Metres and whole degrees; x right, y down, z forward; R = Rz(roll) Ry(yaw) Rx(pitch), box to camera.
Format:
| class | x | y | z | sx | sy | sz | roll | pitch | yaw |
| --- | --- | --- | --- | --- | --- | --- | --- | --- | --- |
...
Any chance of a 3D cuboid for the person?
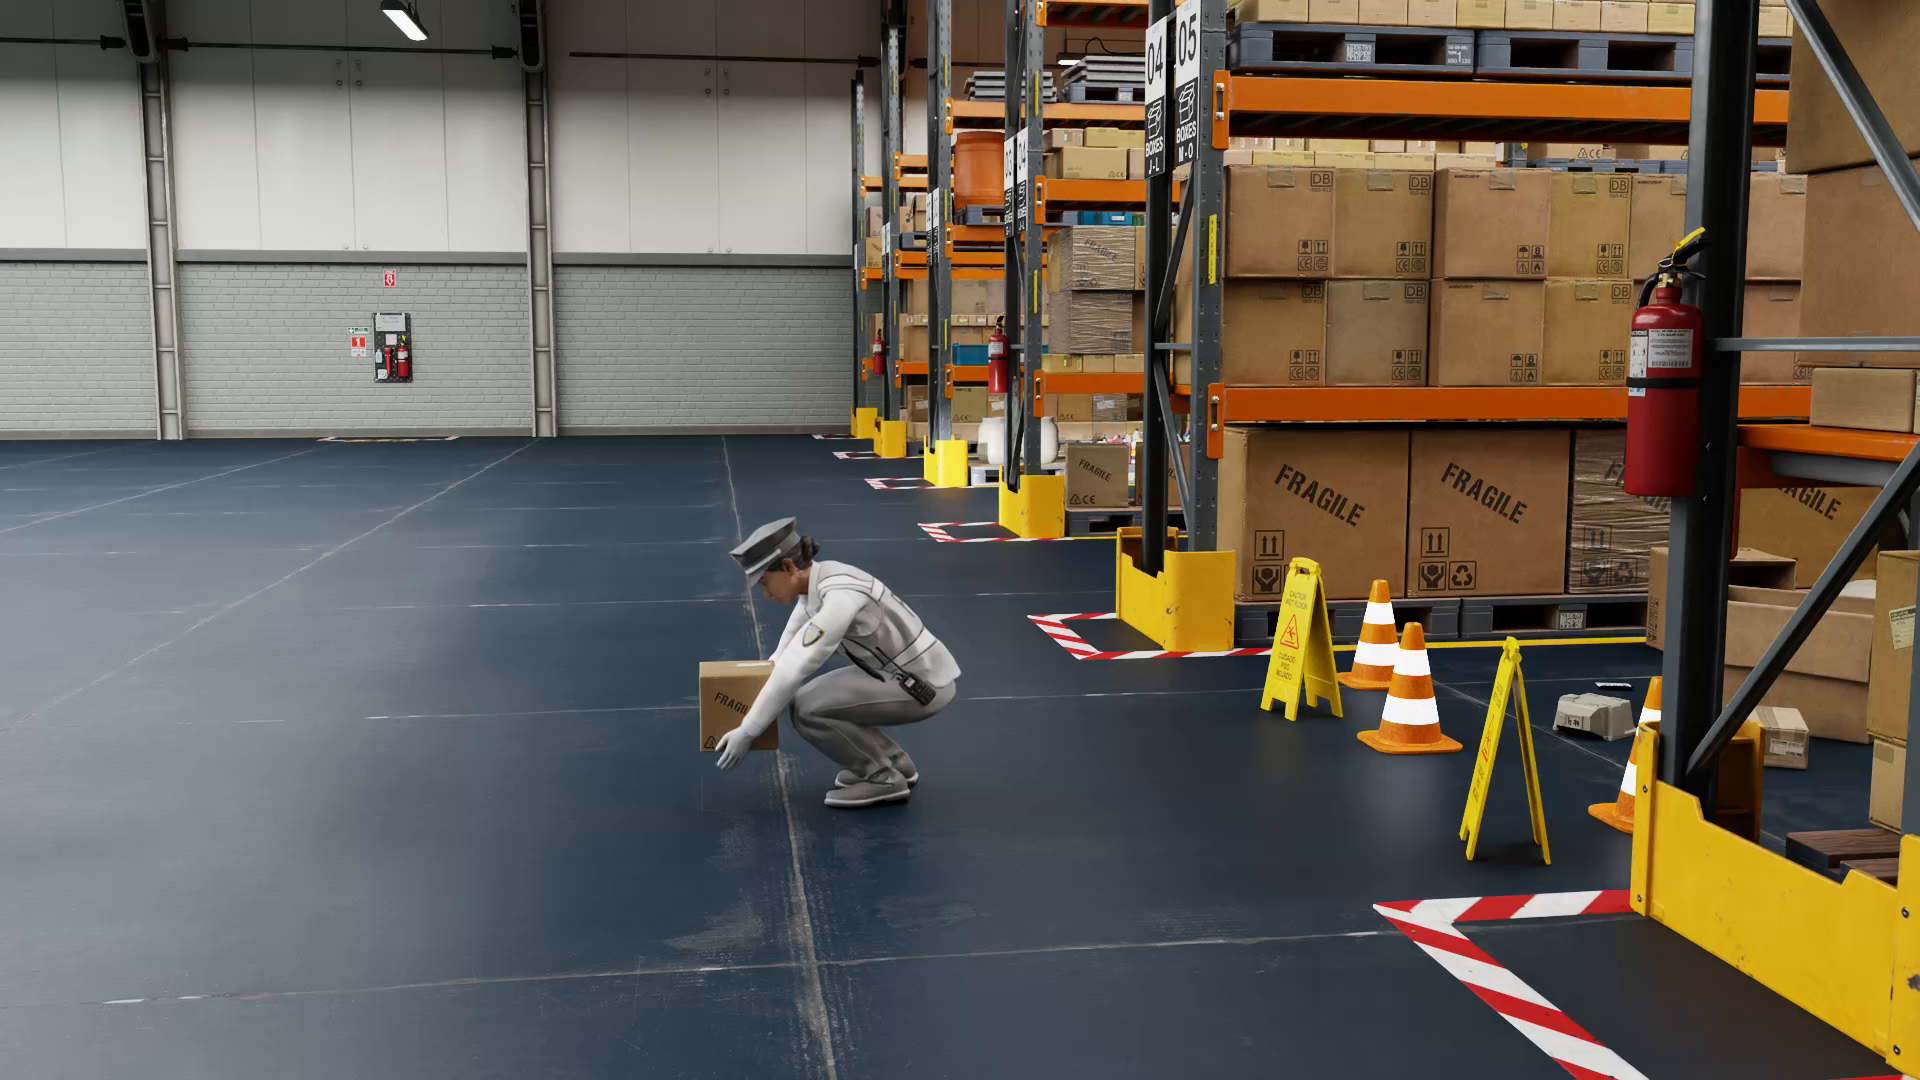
| class | x | y | z | sx | sy | sz | roll | pitch | yaw |
| --- | --- | --- | --- | --- | --- | --- | --- | --- | --- |
| person | -0.409 | 0.394 | 5.549 | 0.821 | 0.964 | 0.490 | -1 | 7 | -9 |
